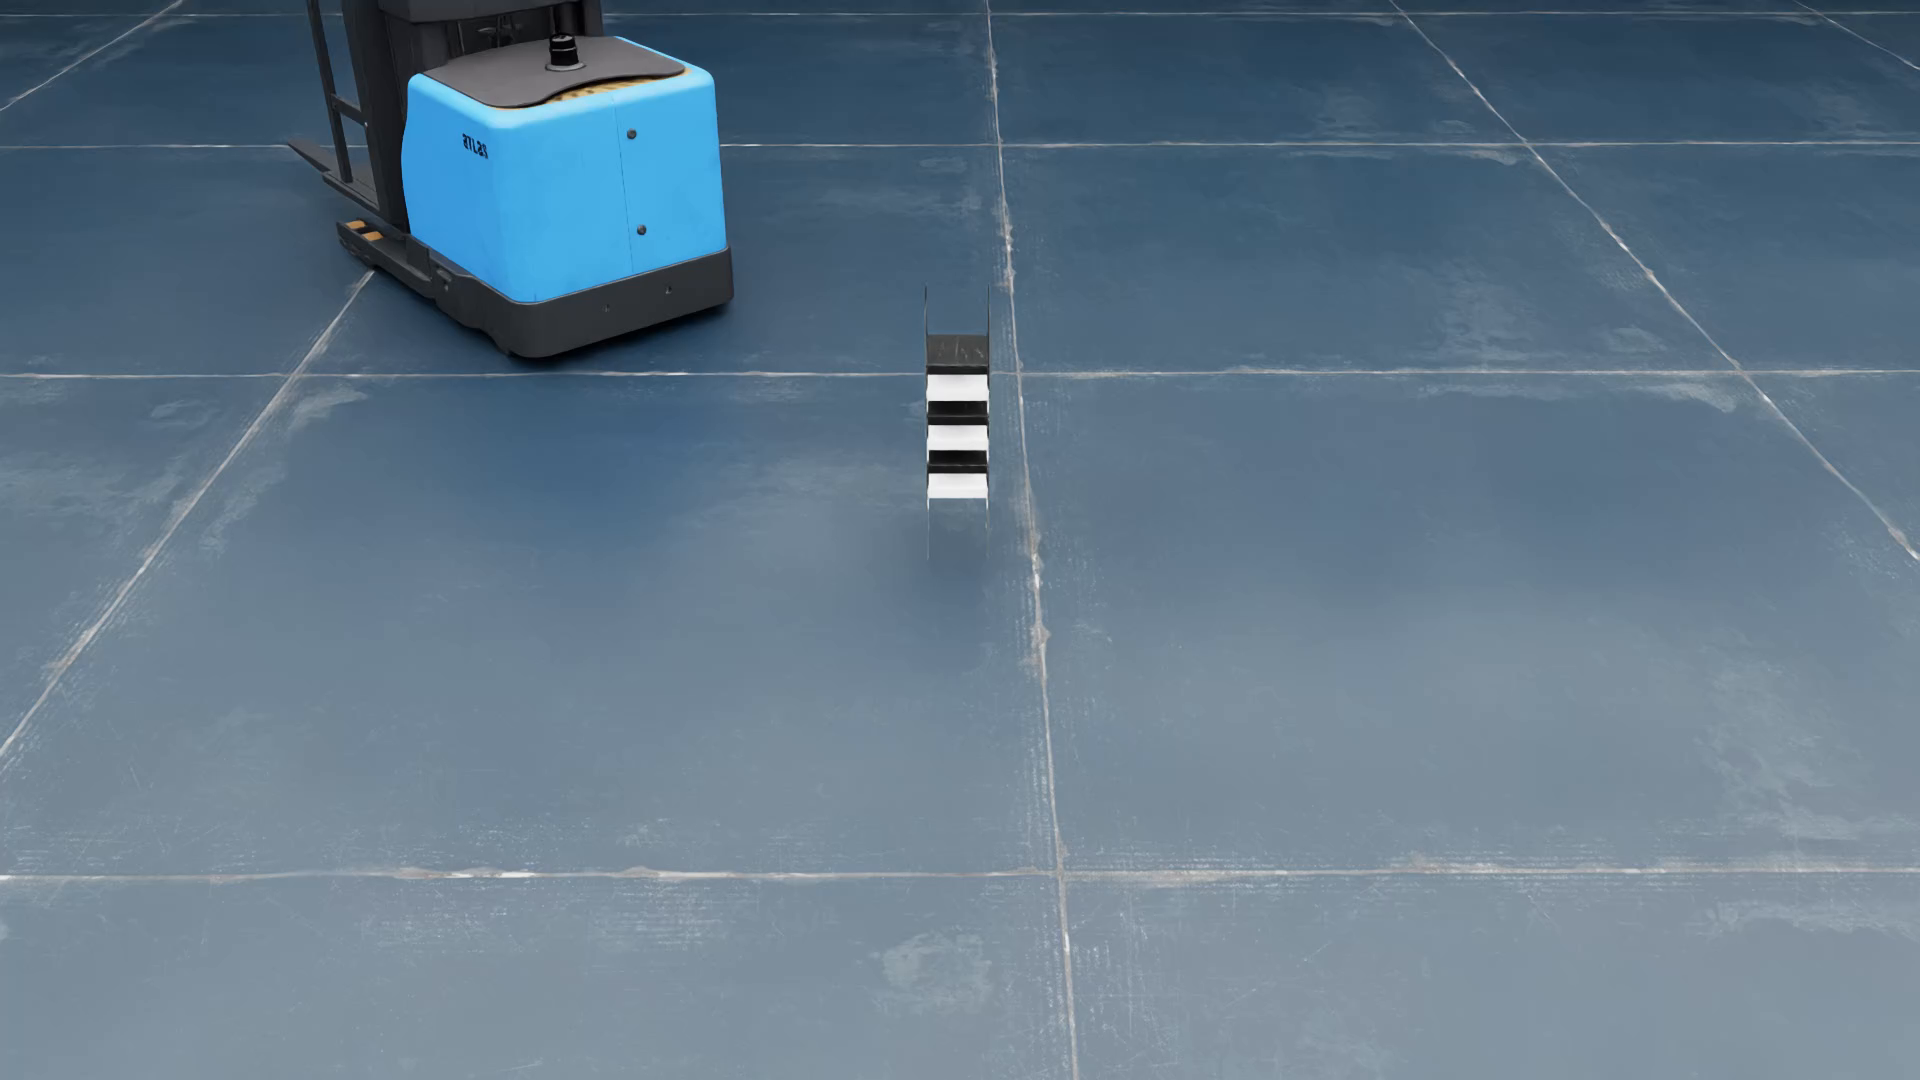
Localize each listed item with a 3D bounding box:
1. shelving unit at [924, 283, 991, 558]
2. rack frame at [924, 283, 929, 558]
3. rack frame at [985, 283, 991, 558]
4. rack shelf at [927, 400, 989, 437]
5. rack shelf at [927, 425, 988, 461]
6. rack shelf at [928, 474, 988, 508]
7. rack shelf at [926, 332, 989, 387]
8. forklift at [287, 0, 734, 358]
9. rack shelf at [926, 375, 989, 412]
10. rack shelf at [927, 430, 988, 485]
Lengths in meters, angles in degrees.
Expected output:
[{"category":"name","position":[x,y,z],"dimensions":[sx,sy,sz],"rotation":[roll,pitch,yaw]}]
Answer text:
[{"category":"shelving unit","position":[-0.008,-0.385,5.517],"dimensions":[0.210,0.900,0.258],"rotation":[0,31,0]},{"category":"rack frame","position":[-0.110,-0.384,5.516],"dimensions":[0.006,0.900,0.240],"rotation":[0,31,0]},{"category":"rack frame","position":[0.094,-0.385,5.517],"dimensions":[0.006,0.900,0.240],"rotation":[0,31,0]},{"category":"rack shelf","position":[-0.008,-0.433,5.487],"dimensions":[0.200,0.077,0.258],"rotation":[0,31,0]},{"category":"rack shelf","position":[-0.008,-0.356,5.534],"dimensions":[0.200,0.077,0.258],"rotation":[0,31,0]},{"category":"rack shelf","position":[-0.008,-0.202,5.627],"dimensions":[0.200,0.077,0.258],"rotation":[0,31,0]},{"category":"rack shelf","position":[-0.008,-0.587,5.394],"dimensions":[0.200,0.077,0.258],"rotation":[0,31,0]},{"category":"forklift","position":[-2.338,-2.694,7.365],"dimensions":[1.130,2.935,3.031],"rotation":[-24,38,-33]},{"category":"rack shelf","position":[-0.008,-0.510,5.440],"dimensions":[0.200,0.077,0.258],"rotation":[0,31,0]},{"category":"rack shelf","position":[-0.008,-0.279,5.581],"dimensions":[0.200,0.077,0.258],"rotation":[0,31,0]}]
